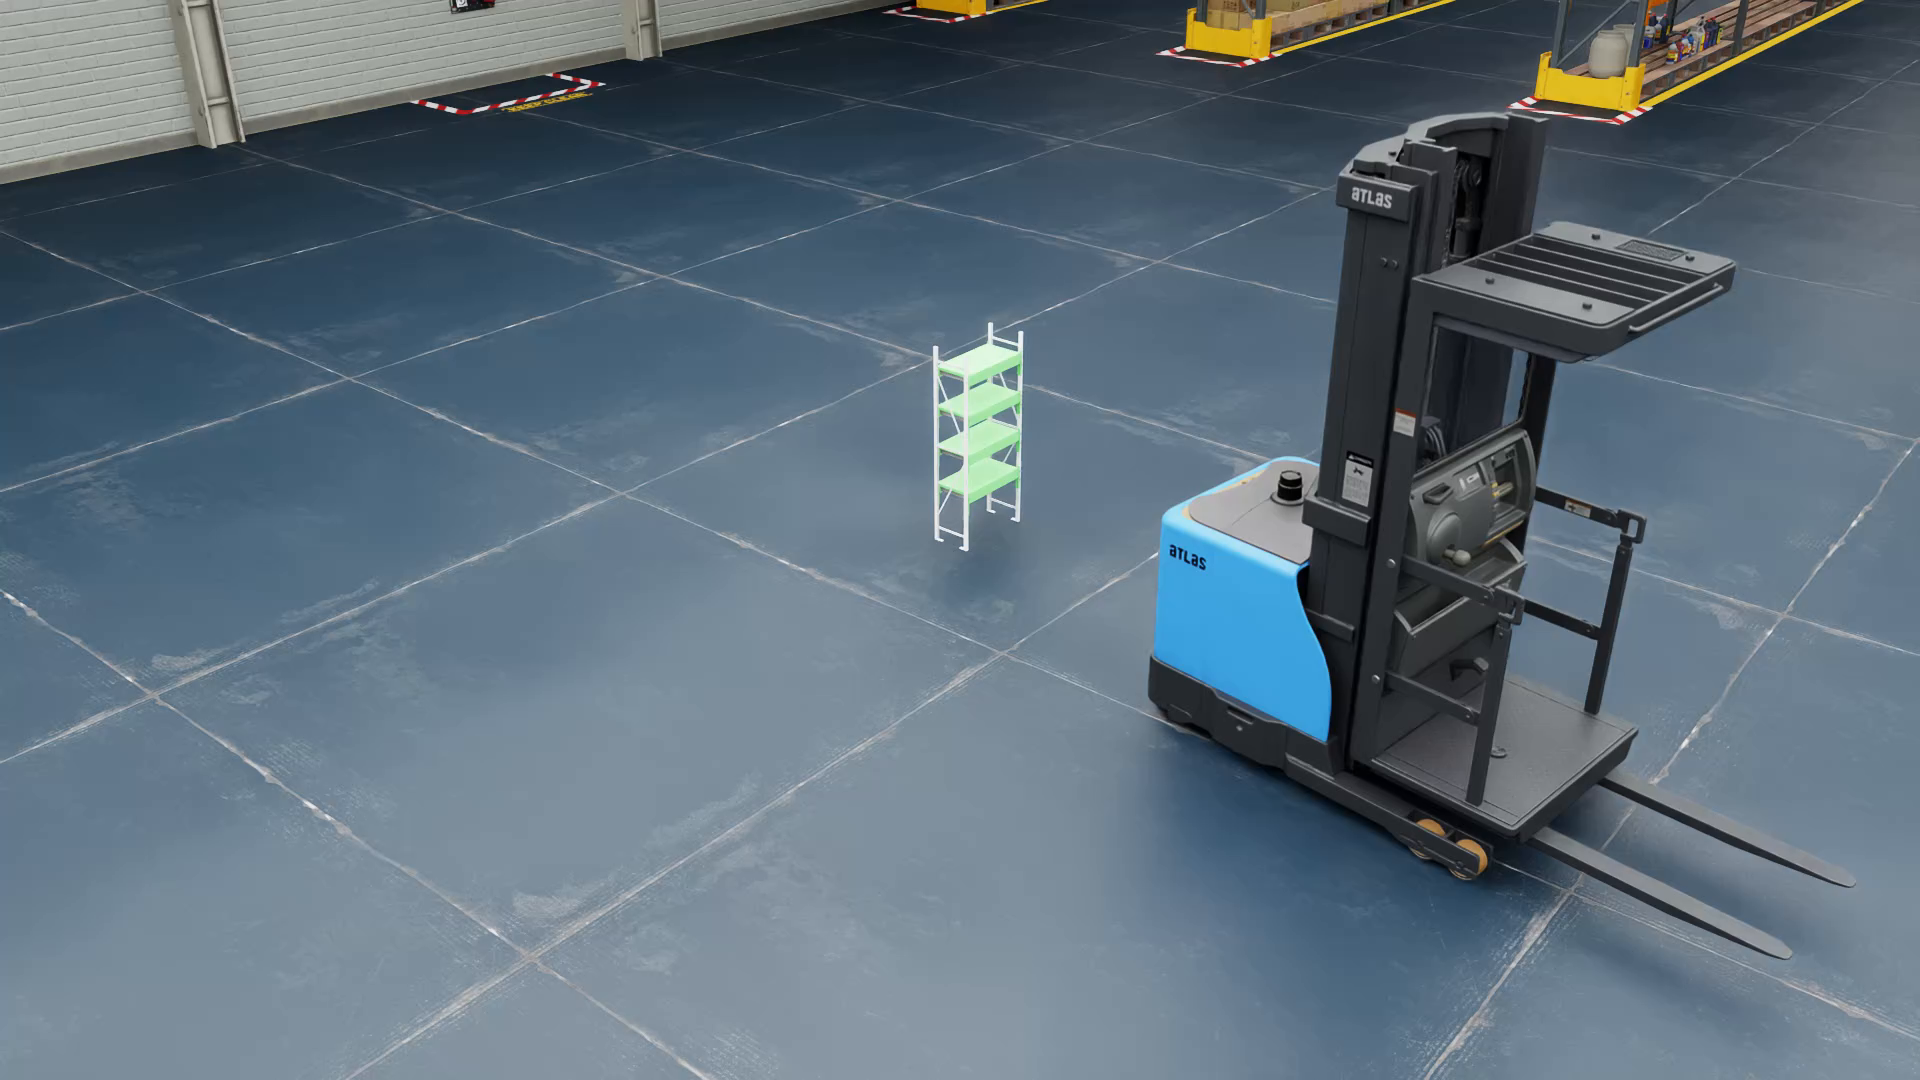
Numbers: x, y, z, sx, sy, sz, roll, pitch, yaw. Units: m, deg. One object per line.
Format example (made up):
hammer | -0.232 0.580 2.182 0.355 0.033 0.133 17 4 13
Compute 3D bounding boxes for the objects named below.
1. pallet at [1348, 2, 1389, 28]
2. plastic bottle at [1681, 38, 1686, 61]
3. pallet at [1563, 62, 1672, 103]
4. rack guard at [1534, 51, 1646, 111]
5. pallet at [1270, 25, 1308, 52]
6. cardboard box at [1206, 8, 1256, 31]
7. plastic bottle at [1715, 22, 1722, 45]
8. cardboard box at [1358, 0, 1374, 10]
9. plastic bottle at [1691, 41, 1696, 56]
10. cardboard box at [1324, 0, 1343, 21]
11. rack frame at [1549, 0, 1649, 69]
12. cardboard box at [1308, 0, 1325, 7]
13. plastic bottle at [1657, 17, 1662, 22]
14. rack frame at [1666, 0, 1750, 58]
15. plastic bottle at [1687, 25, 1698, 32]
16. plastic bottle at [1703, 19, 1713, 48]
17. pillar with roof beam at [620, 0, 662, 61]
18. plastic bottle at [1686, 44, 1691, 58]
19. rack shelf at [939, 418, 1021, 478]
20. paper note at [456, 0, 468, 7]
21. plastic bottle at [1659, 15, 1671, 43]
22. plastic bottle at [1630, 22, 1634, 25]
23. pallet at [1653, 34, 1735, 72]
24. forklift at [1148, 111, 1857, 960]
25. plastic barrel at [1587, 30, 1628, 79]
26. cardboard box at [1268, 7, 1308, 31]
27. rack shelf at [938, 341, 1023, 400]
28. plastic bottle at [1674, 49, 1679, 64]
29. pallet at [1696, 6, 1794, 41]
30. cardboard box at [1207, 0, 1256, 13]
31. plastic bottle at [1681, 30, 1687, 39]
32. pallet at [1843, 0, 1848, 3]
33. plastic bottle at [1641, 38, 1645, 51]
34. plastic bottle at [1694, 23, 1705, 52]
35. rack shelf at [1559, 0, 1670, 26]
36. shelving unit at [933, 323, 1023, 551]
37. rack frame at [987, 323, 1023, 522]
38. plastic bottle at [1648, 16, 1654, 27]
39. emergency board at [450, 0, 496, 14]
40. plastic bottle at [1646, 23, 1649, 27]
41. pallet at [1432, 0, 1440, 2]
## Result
pallet | 5.643 -7.879 24.750 1.003 0.211 1.213 21 34 34
plastic bottle | 9.068 -6.176 20.915 0.097 0.271 0.097 0 27 0
pallet | 7.990 -5.608 20.361 1.003 0.211 1.213 21 34 34
rack guard | 7.469 -5.450 19.741 1.175 0.500 0.348 21 34 34
pallet | 4.091 -7.013 23.077 1.003 0.211 1.213 21 34 34
cardboard box | 3.750 -7.210 22.959 0.500 0.250 0.500 21 34 34
plastic bottle | 9.949 -6.660 21.836 0.061 0.283 0.133 23 35 37
cardboard box | 5.729 -7.949 24.387 0.500 0.250 0.500 21 34 34
plastic bottle | 9.326 -6.289 21.209 0.097 0.201 0.097 0 27 0
cardboard box | 5.105 -7.590 23.693 0.500 0.250 0.500 21 34 34
rack frame | 7.457 -6.520 19.088 1.000 3.000 0.127 21 34 34
cardboard box | 4.774 -7.751 23.188 0.500 0.500 0.500 21 34 34
plastic bottle | 9.275 -6.816 22.146 0.152 0.276 0.135 22 35 36
rack frame | 10.001 -7.938 21.829 1.000 3.000 0.127 21 34 34
plastic bottle | 9.561 -6.577 21.685 0.152 0.276 0.135 21 34 34
plastic bottle | 9.692 -6.576 21.601 0.144 0.351 0.185 19 33 32
pillar with roof beam | -0.905 -9.195 17.731 9.100 9.000 0.400 21 34 34
plastic bottle | 9.195 -6.216 21.068 0.097 0.201 0.097 0 27 0
rack shelf | 0.105 -0.535 9.617 0.258 0.148 0.480 21 34 34
paper note | -5.994 -6.490 19.989 0.016 0.148 0.142 21 34 34
plastic bottle | 9.279 -6.750 21.937 0.144 0.351 0.185 21 34 34
plastic bottle | 8.659 -6.508 21.470 0.144 0.351 0.185 22 35 36
pallet | 9.542 -6.473 22.033 1.003 0.211 1.213 21 34 34
forklift | 2.297 -0.141 6.833 1.130 2.935 3.031 -24 36 -38
plastic barrel | 7.816 -5.857 20.057 0.421 0.512 0.421 0 27 0
cardboard box | 4.465 -7.237 23.011 0.500 0.250 0.500 21 34 34
rack shelf | 0.105 -0.961 9.397 0.258 0.148 0.480 21 34 34
plastic bottle | 8.916 -6.061 20.767 0.097 0.201 0.097 0 27 0
pallet | 11.246 -7.424 23.870 1.003 0.211 1.213 21 34 34
cardboard box | 3.748 -7.544 22.788 0.500 0.500 0.500 21 34 34
plastic bottle | 9.297 -6.406 21.346 0.061 0.283 0.133 21 34 34
pallet | 13.791 -8.840 26.608 1.003 0.211 1.213 21 34 34
plastic bottle | 8.780 -6.422 21.466 0.097 0.201 0.097 0 27 0
plastic bottle | 9.486 -6.462 21.380 0.144 0.351 0.185 21 34 34
rack shelf | 8.729 -6.909 20.624 1.077 0.370 4.000 21 34 34
shelving unit | 0.105 -0.592 9.588 0.258 1.200 0.503 21 34 34
rack frame | 0.261 -0.678 9.755 0.240 1.200 0.015 21 34 34
plastic bottle | 9.047 -6.725 21.889 0.144 0.351 0.185 19 33 32
emergency board | -5.828 -6.924 19.869 0.194 1.169 0.643 21 34 34
plastic bottle | 8.983 -6.626 21.785 0.097 0.271 0.097 0 27 0
pallet | 7.395 -8.855 26.638 1.003 0.211 1.213 21 34 34
